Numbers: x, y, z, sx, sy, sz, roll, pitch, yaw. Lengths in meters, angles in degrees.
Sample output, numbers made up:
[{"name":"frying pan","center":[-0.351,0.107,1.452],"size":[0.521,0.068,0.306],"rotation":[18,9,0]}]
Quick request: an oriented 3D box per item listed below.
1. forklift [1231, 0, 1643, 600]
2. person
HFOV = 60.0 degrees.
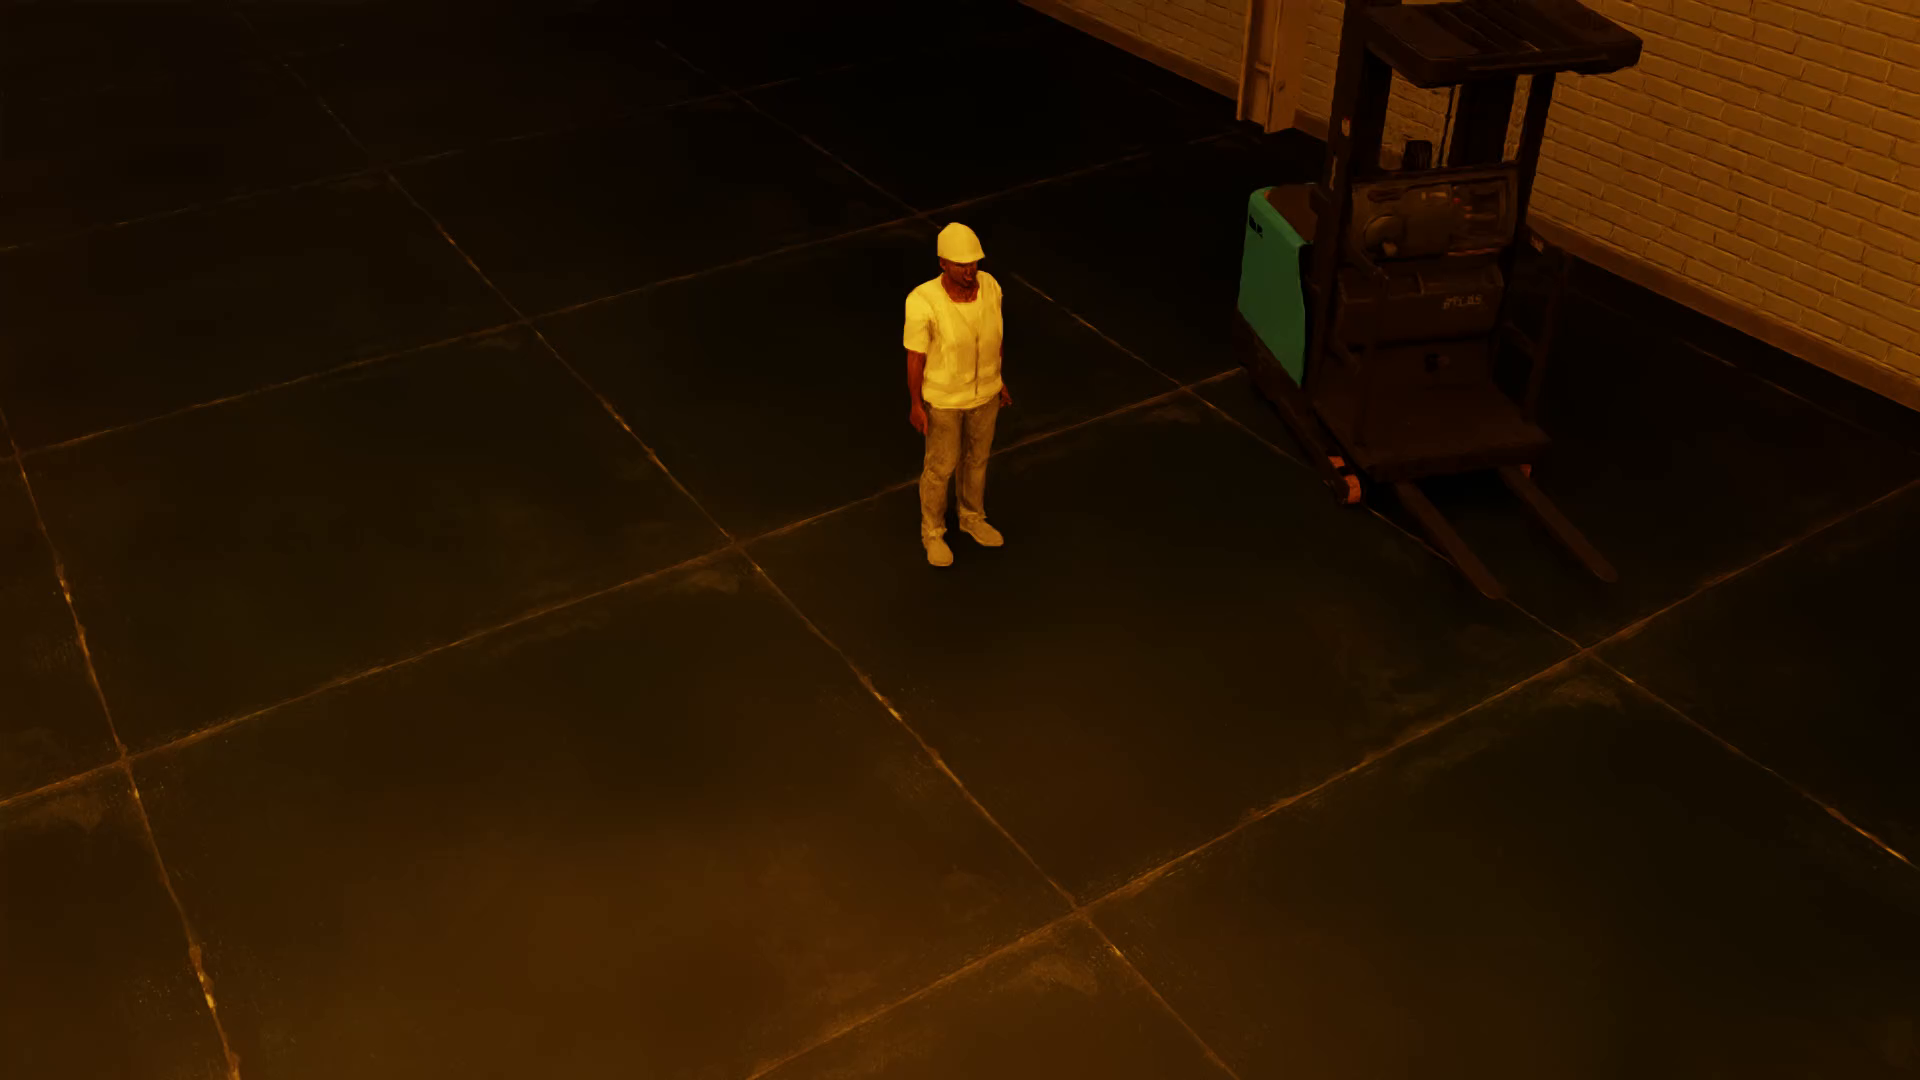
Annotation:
[{"name":"forklift","center":[2.514,-1.628,8.464],"size":[1.130,2.935,3.031],"rotation":[-8,36,-11]},{"name":"person","center":[0.008,-0.718,8.181],"size":[0.559,1.771,0.367],"rotation":[-21,40,-27]}]
